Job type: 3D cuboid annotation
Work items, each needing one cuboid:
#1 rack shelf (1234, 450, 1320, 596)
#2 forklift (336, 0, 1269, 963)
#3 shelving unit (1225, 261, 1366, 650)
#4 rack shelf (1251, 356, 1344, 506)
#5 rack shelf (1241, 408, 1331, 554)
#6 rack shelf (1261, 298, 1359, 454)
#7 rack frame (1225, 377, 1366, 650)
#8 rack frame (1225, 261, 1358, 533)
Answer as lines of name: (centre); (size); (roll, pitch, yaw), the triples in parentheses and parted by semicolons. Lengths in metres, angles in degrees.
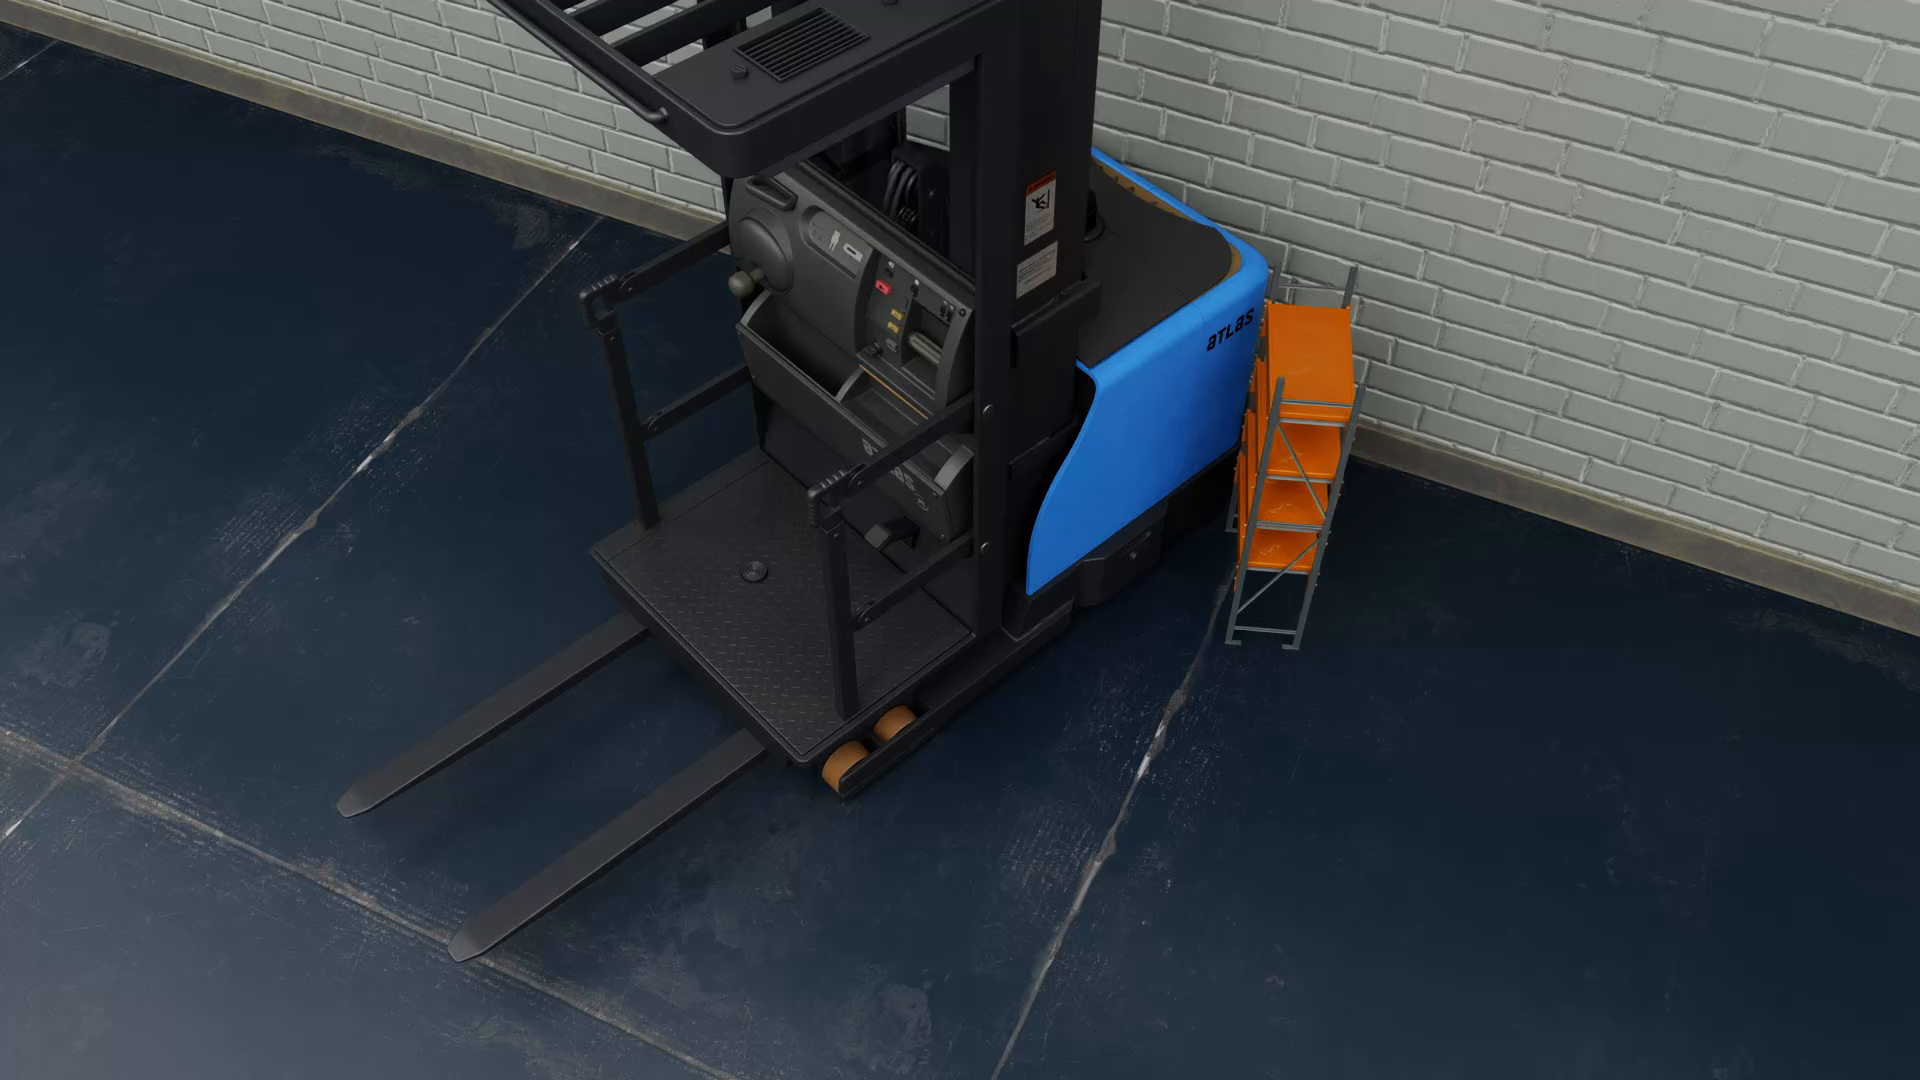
rack shelf: (1.015, -0.056, 5.359); (0.258, 0.148, 0.480); (5, 50, 4)
forklift: (-0.464, -0.628, 4.360); (3.031, 2.935, 1.130); (-35, 58, -26)
shelving unit: (1.015, -0.228, 5.156); (0.258, 1.200, 0.503); (5, 50, 4)
rack shelf: (1.015, -0.329, 5.037); (0.258, 0.148, 0.480); (5, 50, 4)
rack shelf: (1.015, -0.184, 5.207); (0.258, 0.148, 0.480); (5, 50, 4)
rack shelf: (1.015, -0.483, 4.857); (0.258, 0.148, 0.480); (5, 50, 4)
rack frame: (0.989, -0.043, 4.999); (0.240, 1.200, 0.015); (5, 50, 4)
rack frame: (1.041, -0.413, 5.313); (0.240, 1.200, 0.015); (5, 50, 4)
